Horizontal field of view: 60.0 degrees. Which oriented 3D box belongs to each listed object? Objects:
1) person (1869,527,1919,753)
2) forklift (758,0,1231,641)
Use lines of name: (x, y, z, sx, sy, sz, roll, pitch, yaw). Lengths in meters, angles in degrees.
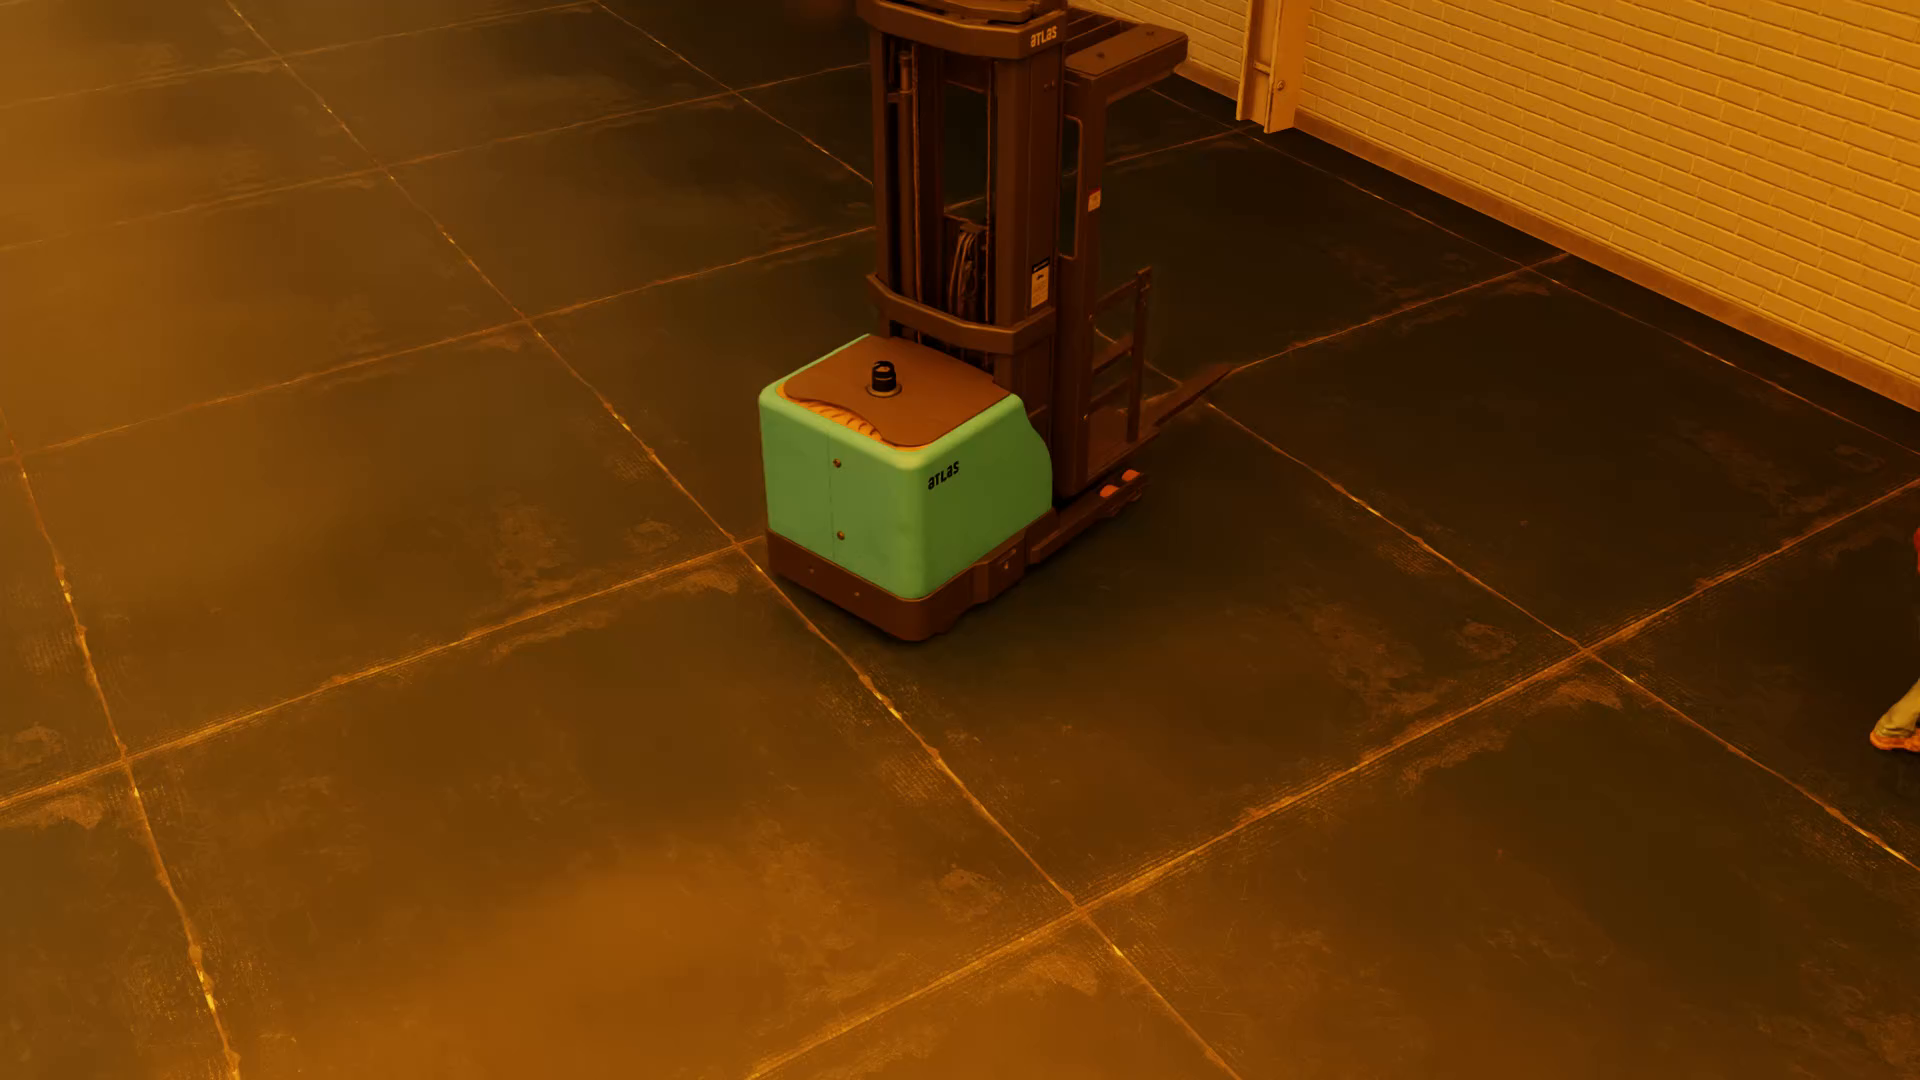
person: (4.287, 0.395, 6.809, 0.545, 1.611, 1.009, -16, 38, -22)
forklift: (0.363, -1.494, 8.274, 1.130, 2.935, 3.031, 26, 43, 32)
